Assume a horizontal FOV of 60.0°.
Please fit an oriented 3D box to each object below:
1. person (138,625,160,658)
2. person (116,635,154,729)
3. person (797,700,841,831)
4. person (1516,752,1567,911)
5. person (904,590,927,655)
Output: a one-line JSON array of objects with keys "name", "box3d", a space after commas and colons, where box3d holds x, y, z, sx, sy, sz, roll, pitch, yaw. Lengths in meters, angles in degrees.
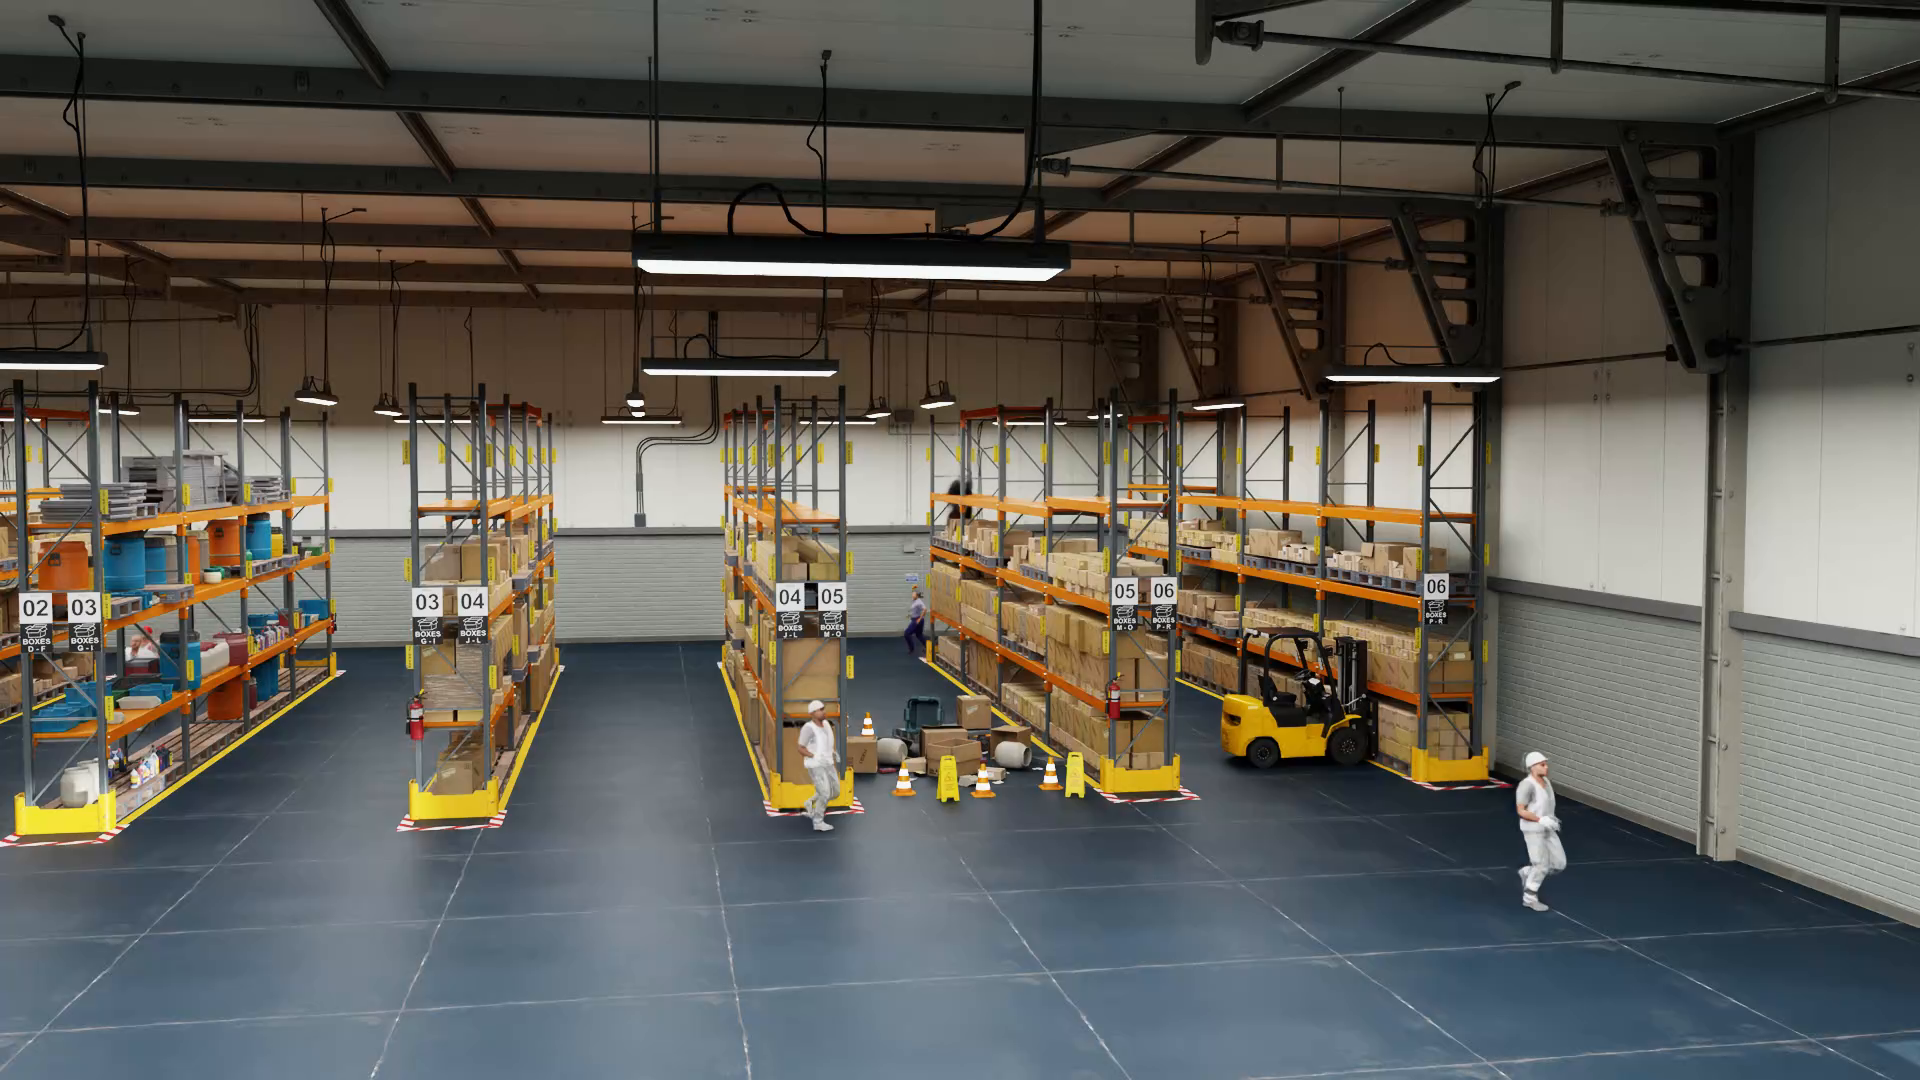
[{"name": "person", "box3d": [-15.300, 2.510, 31.416, 0.634, 1.803, 0.929, 0, 3, 2]}, {"name": "person", "box3d": [-14.986, 2.591, 30.201, 0.694, 1.733, 0.751, -1, 3, -16]}, {"name": "person", "box3d": [-1.866, 3.008, 22.201, 0.573, 1.732, 0.678, 2, 3, 31]}, {"name": "person", "box3d": [6.383, 3.204, 18.307, 0.655, 1.742, 0.592, -2, 4, -40]}, {"name": "person", "box3d": [-1.057, 2.093, 41.727, 0.692, 1.666, 0.681, 0, 3, 0]}]
